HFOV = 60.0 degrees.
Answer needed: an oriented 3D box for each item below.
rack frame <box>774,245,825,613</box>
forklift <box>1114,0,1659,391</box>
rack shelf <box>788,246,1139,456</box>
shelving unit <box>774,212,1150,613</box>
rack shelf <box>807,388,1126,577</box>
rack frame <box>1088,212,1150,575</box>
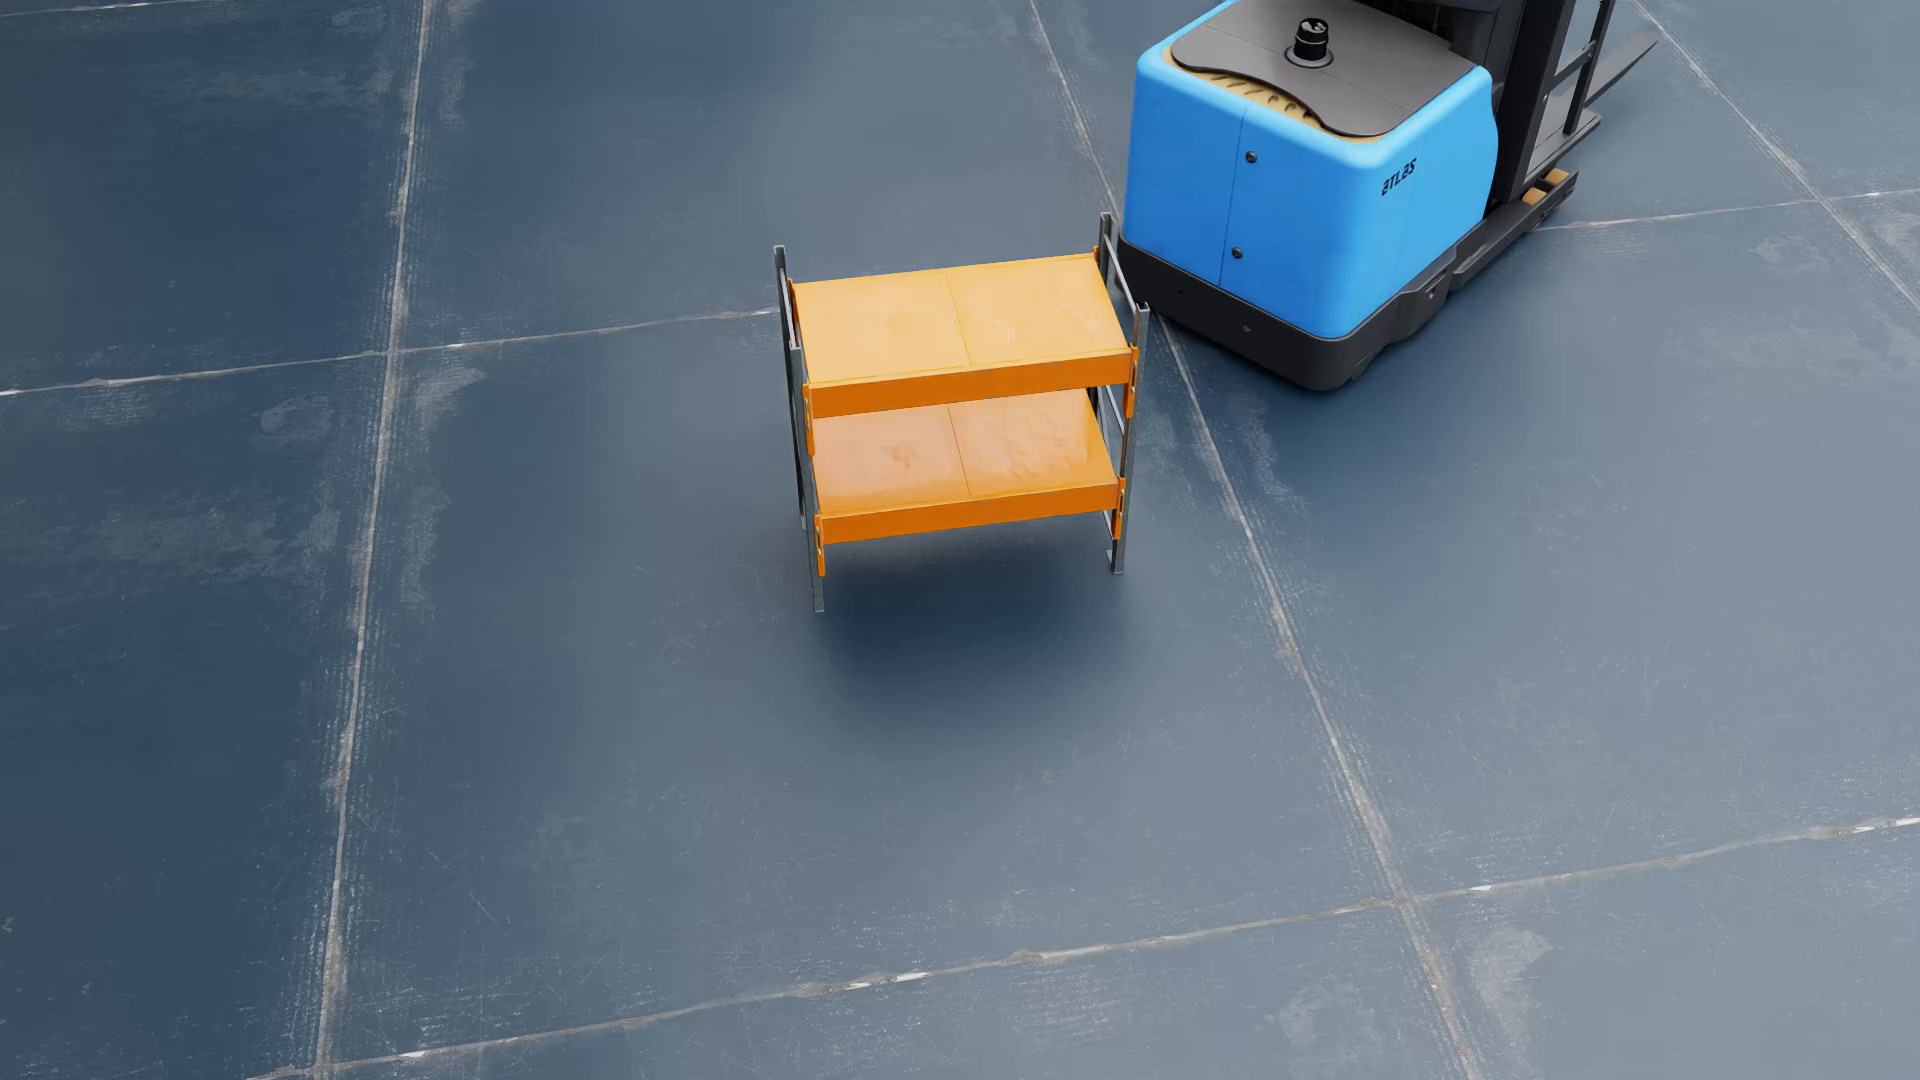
[{"bbox_3d":[-0.508,-0.327,5.284,0.032,1.125,0.500,-7,46,-7],"label":"rack frame"},{"bbox_3d":[1.975,-2.551,6.173,1.130,2.935,3.031,33,54,28],"label":"forklift"},{"bbox_3d":[-0.007,-0.593,5.133,1.000,0.278,0.538,-7,46,-7],"label":"rack shelf"},{"bbox_3d":[-0.007,-0.389,5.344,1.048,1.125,0.538,-7,46,-7],"label":"shelving unit"},{"bbox_3d":[-0.007,-0.220,5.520,1.000,0.278,0.538,-7,46,-7],"label":"rack shelf"},{"bbox_3d":[0.494,-0.452,5.404,0.032,1.125,0.500,-7,46,-7],"label":"rack frame"}]
